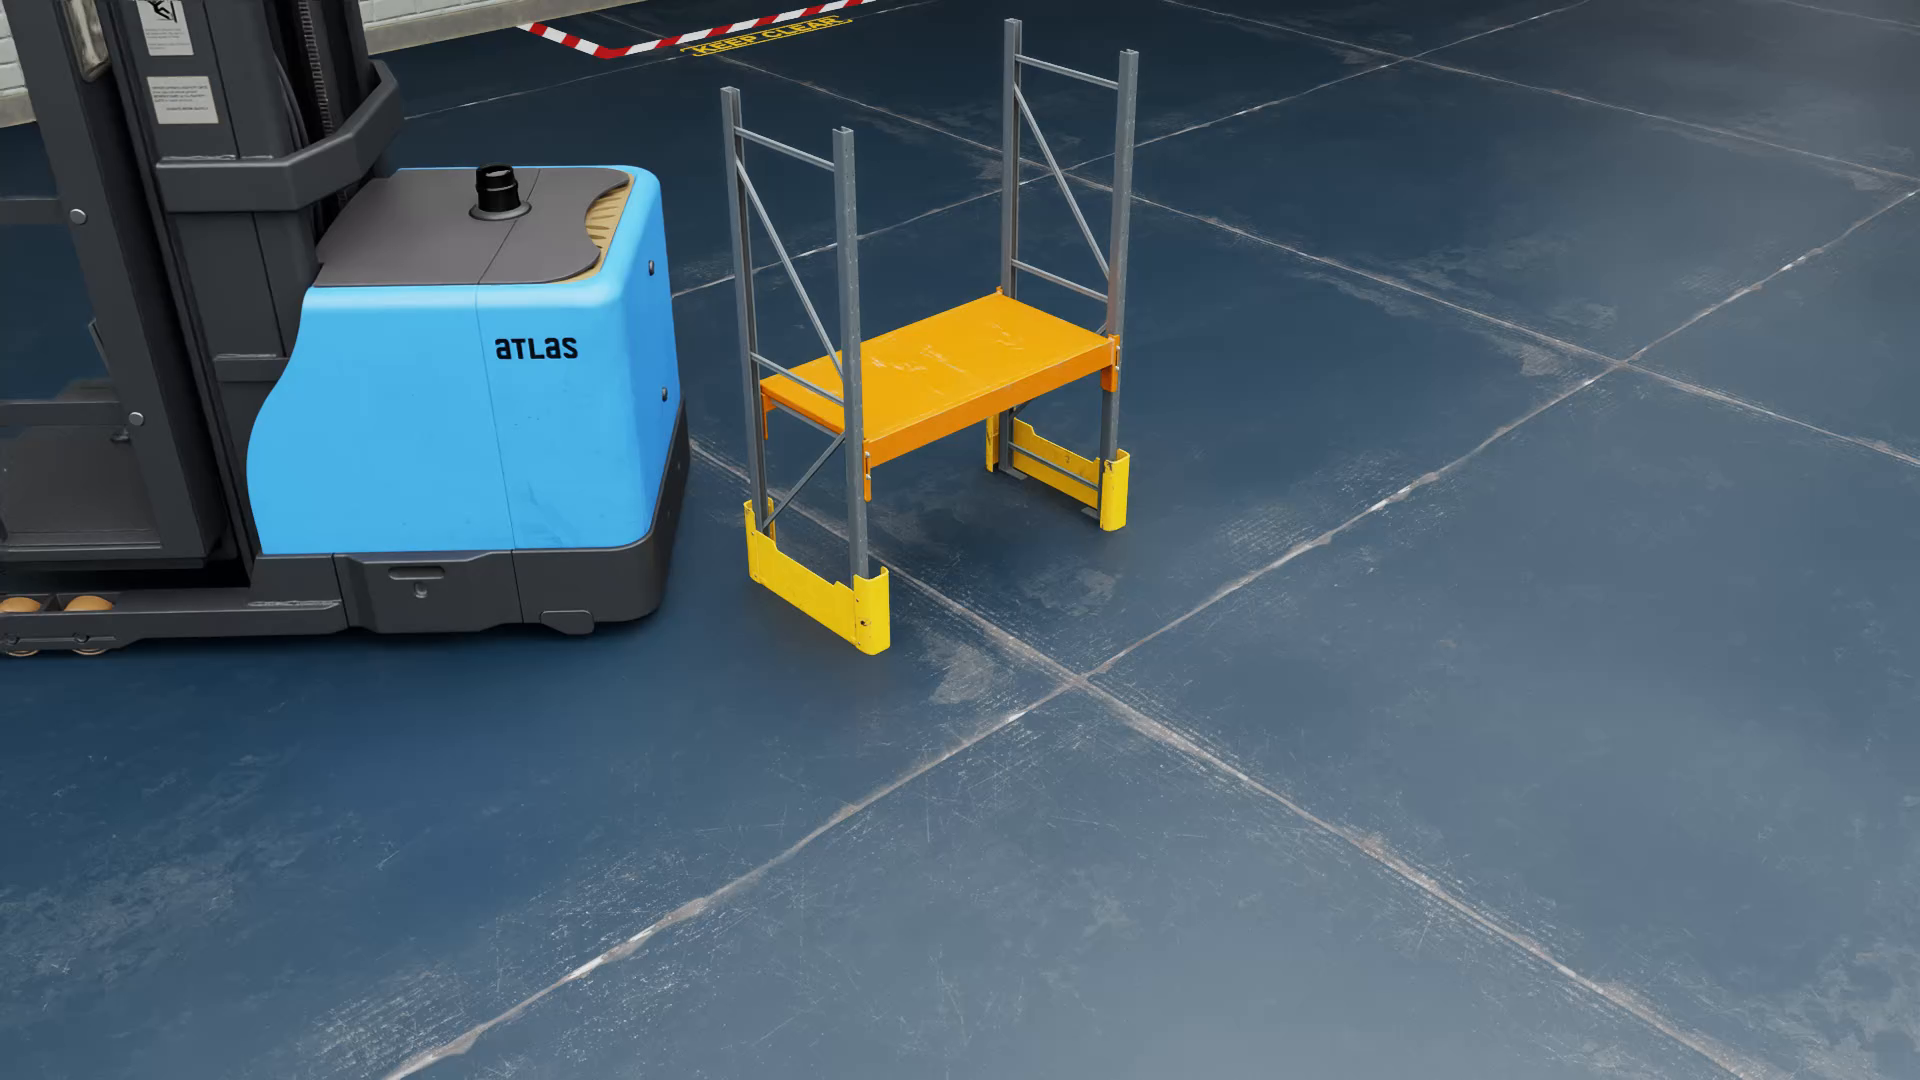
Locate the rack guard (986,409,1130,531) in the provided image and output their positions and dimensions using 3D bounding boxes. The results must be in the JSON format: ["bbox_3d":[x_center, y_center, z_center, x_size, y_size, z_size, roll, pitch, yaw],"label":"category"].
[{"bbox_3d":[0.309,-0.256,5.429,0.087,0.250,0.587,-26,40,-35],"label":"rack guard"}]

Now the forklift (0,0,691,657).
[{"bbox_3d":[-2.395,-1.203,4.407,3.031,2.935,1.130,-1,31,-2],"label":"forklift"}]

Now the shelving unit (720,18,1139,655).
[{"bbox_3d":[-0.056,-0.613,4.815,1.083,1.500,0.587,-26,40,-35],"label":"shelving unit"}]

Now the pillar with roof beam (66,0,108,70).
[{"bbox_3d":[-1.624,-4.555,4.073,0.400,9.000,9.100,-26,40,-35],"label":"pillar with roof beam"}]

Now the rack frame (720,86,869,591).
[{"bbox_3d":[-0.435,-0.429,4.514,0.032,1.500,0.500,-26,40,-35],"label":"rack frame"}]

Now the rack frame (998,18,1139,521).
[{"bbox_3d":[0.310,-0.790,5.104,0.032,1.500,0.500,-26,40,-35],"label":"rack frame"}]

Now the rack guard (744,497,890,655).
[{"bbox_3d":[-0.421,0.097,4.852,0.087,0.250,0.587,-26,40,-35],"label":"rack guard"}]

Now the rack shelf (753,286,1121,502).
[{"bbox_3d":[-0.063,-0.456,4.903,1.000,0.185,0.538,-26,40,-35],"label":"rack shelf"}]
